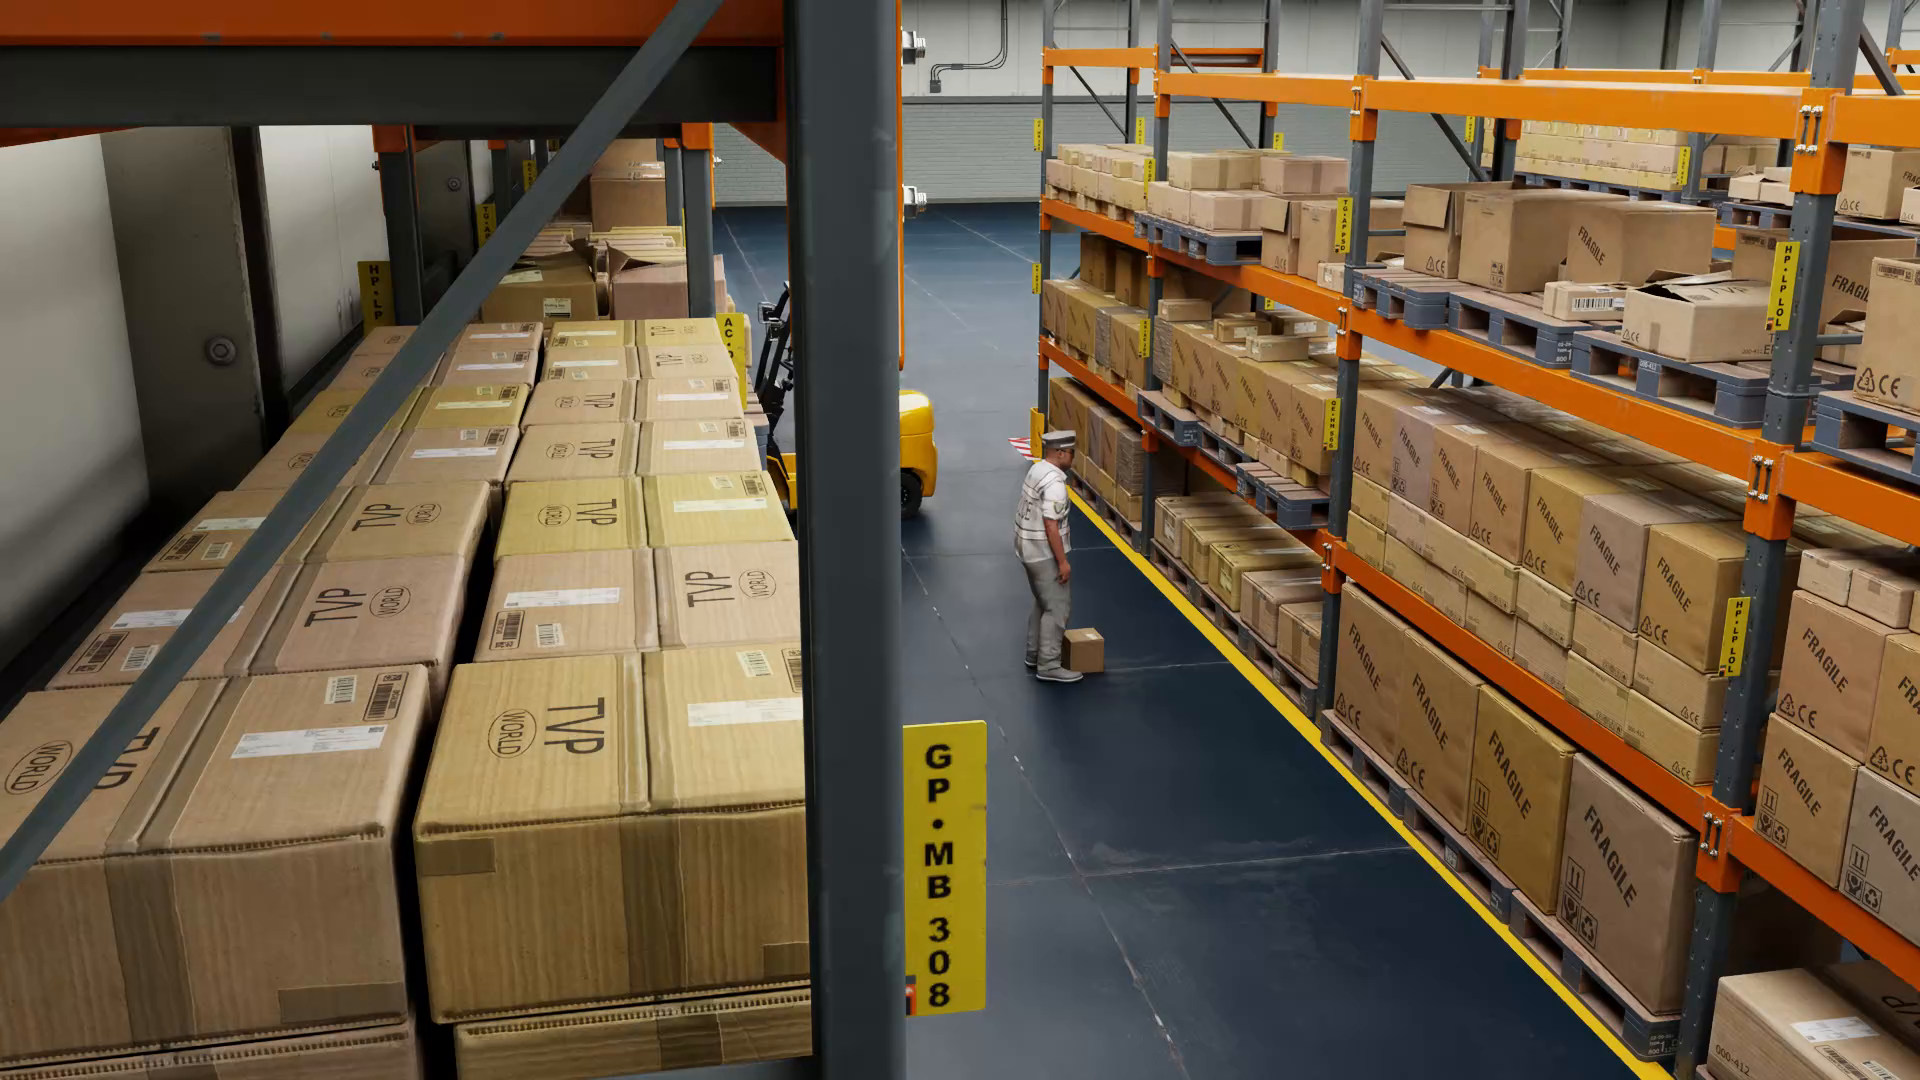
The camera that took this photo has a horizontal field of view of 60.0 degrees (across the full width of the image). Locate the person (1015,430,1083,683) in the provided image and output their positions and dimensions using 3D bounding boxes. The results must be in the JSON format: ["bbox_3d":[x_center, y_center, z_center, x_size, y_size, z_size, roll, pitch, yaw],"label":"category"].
[{"bbox_3d":[0.613,0.097,11.687,0.436,1.748,0.586,-3,17,-10],"label":"person"}]
